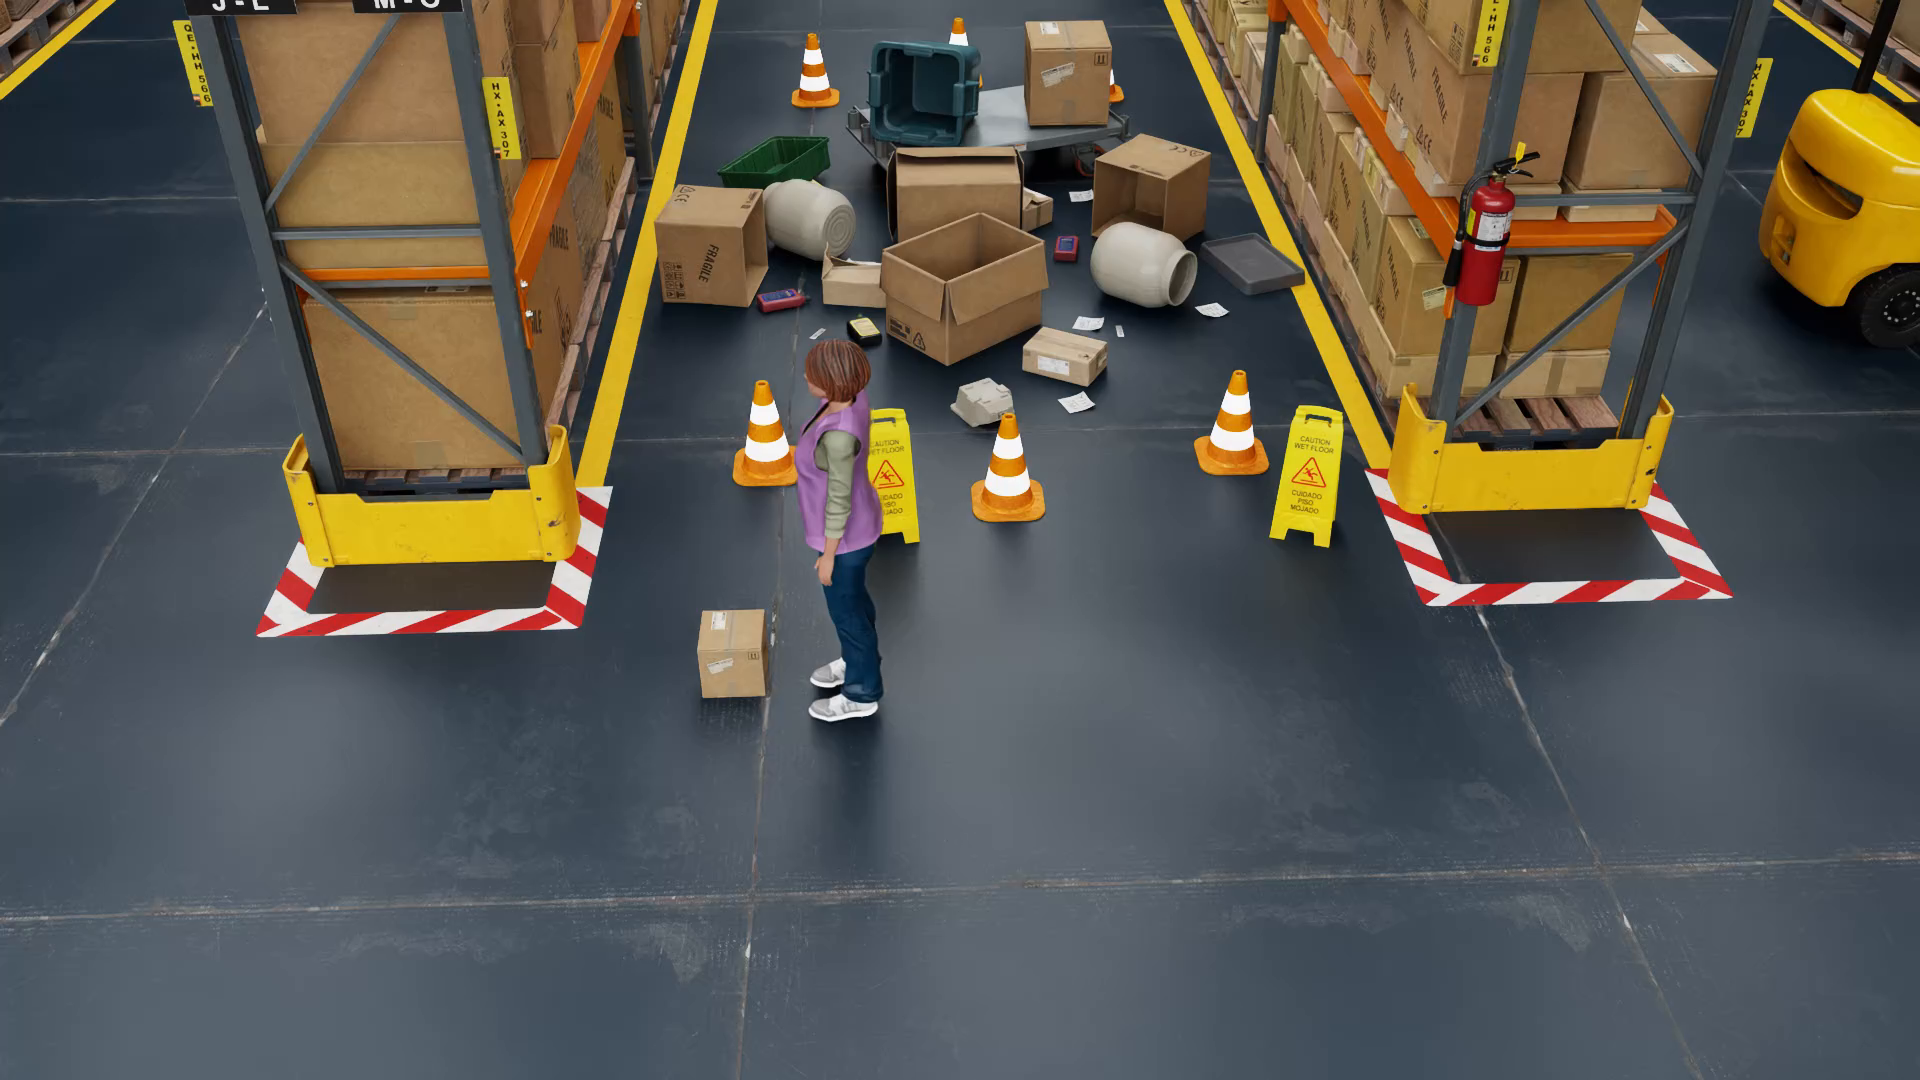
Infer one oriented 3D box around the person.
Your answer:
[{"bbox_3d":[-0.441,-0.031,6.160,0.321,1.607,0.424,2,36,3],"label":"person"}]
